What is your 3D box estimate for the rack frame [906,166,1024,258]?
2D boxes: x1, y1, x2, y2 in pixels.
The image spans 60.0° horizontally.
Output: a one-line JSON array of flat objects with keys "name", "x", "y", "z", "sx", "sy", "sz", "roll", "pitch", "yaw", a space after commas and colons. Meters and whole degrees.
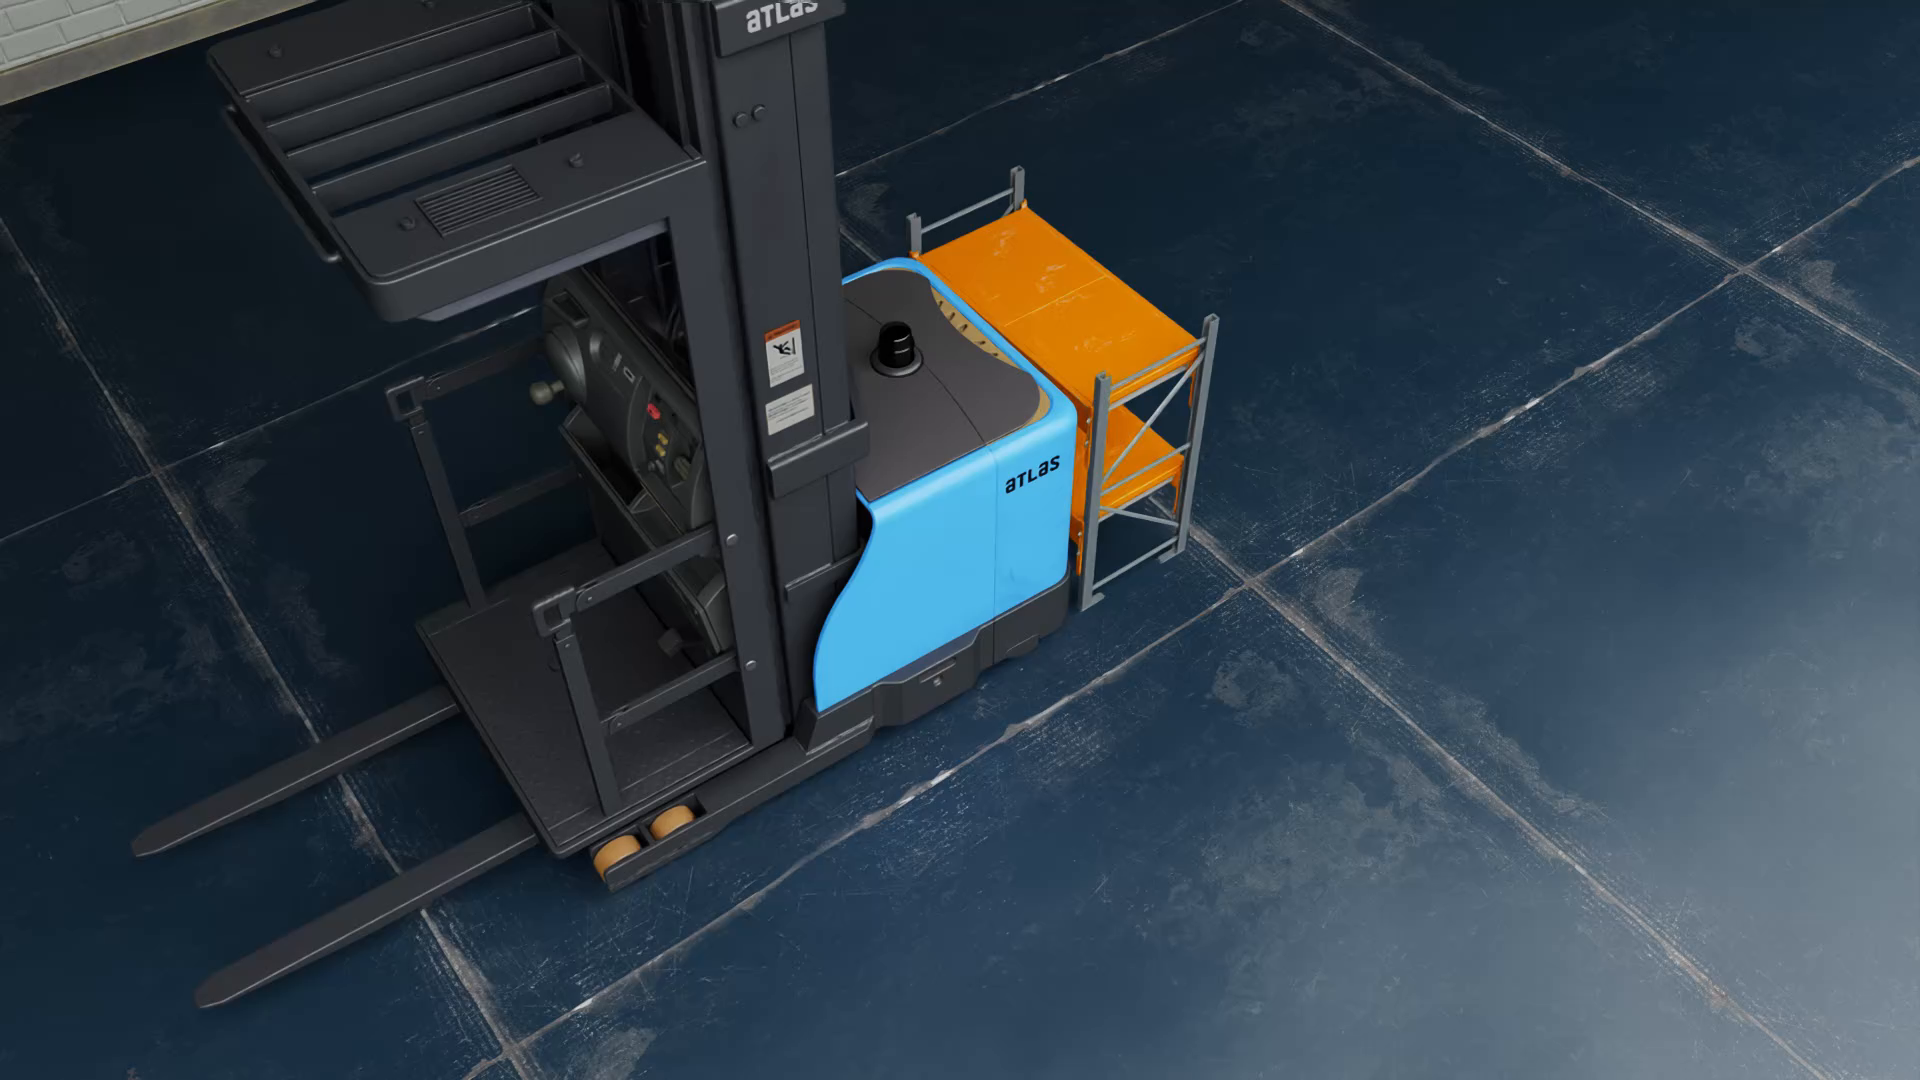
[{"name": "rack frame", "x": 0.021, "y": -0.841, "z": 6.253, "sx": 0.500, "sy": 1.125, "sz": 0.032, "roll": -29, "pitch": 54, "yaw": -24}]

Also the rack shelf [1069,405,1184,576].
[{"name": "rack shelf", "x": 0.326, "y": -0.375, "z": 6.161, "sx": 0.538, "sy": 0.278, "sz": 1.000, "roll": -29, "pitch": 54, "yaw": -24}]

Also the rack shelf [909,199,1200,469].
[{"name": "rack shelf", "x": 0.326, "y": -0.736, "z": 5.763, "sx": 0.538, "sy": 0.278, "sz": 1.000, "roll": -29, "pitch": 54, "yaw": -24}]

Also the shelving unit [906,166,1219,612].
[{"name": "shelving unit", "x": 0.326, "y": -0.540, "z": 5.980, "sx": 0.538, "sy": 1.125, "sz": 1.048, "roll": -29, "pitch": 54, "yaw": -24}]

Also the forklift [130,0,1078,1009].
[{"name": "forklift", "x": -1.117, "y": -0.341, "z": 4.581, "sx": 3.031, "sy": 2.935, "sz": 1.130, "roll": -27, "pitch": 53, "yaw": -23}]

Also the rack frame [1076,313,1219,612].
[{"name": "rack frame", "x": 0.631, "y": -0.238, "z": 5.707, "sx": 0.500, "sy": 1.125, "sz": 0.032, "roll": -29, "pitch": 54, "yaw": -24}]
